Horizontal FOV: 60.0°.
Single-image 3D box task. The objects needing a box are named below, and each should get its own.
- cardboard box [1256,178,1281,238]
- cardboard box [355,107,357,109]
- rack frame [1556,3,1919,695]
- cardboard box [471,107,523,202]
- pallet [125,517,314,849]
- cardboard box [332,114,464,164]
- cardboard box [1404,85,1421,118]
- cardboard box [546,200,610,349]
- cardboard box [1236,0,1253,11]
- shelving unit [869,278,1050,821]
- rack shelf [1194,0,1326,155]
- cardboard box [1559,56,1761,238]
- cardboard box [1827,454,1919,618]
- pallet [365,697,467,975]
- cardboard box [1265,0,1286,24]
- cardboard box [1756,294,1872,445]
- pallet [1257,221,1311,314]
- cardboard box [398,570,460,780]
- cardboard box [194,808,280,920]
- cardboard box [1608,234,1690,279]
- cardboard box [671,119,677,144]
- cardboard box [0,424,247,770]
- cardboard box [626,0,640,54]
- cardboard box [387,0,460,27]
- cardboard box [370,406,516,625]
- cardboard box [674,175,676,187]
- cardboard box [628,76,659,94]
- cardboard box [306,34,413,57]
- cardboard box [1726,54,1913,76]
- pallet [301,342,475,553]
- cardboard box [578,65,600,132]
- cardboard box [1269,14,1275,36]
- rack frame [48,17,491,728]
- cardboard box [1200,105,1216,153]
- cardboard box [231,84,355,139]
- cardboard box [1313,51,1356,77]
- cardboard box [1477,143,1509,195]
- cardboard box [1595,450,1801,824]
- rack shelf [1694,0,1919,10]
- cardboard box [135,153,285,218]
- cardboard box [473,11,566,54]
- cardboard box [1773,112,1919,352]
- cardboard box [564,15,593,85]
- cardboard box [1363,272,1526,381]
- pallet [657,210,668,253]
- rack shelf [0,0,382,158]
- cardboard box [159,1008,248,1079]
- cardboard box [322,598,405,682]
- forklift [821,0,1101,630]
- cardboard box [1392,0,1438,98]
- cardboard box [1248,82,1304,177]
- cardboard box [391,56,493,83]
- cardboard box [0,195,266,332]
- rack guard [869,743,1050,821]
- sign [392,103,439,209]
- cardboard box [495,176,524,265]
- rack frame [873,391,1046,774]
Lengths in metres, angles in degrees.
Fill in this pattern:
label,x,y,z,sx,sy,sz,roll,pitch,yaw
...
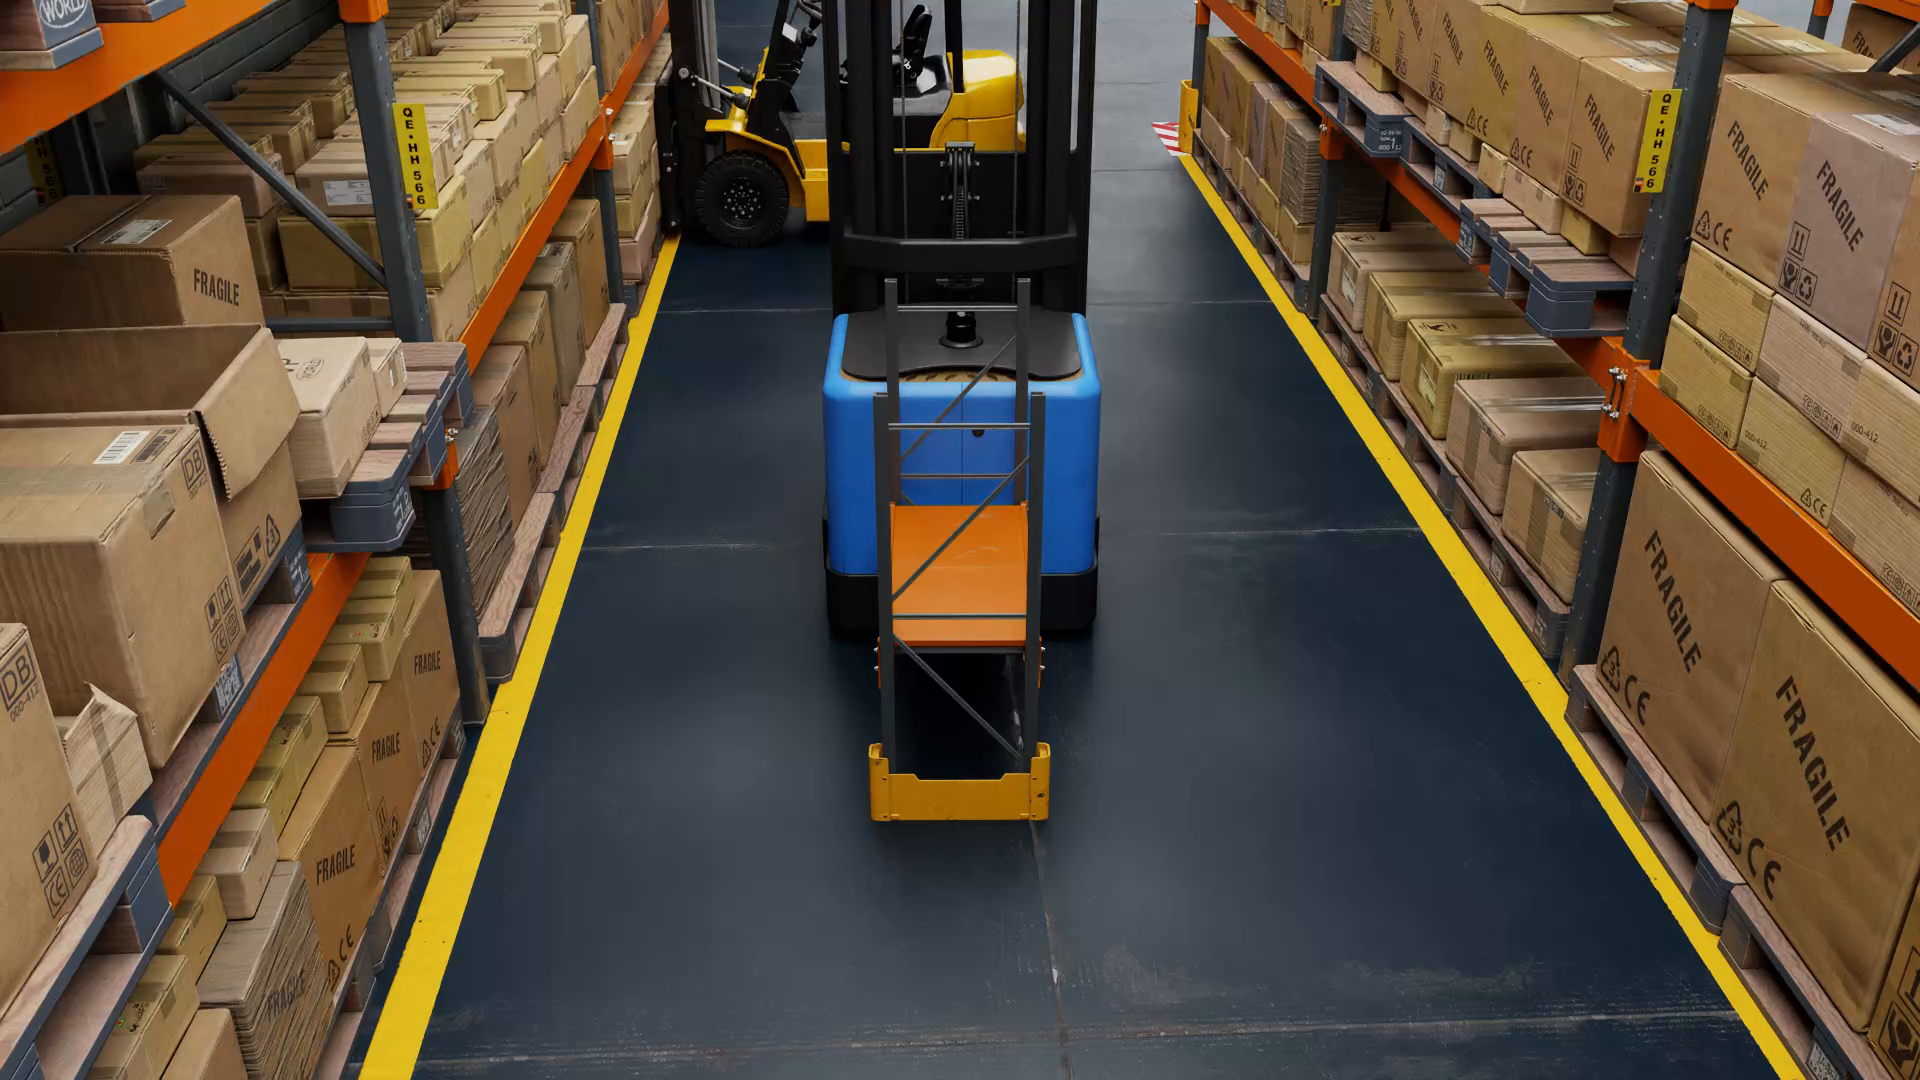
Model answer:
label,x,y,z,sx,sy,sz,roll,pitch,yaw
cardboard box,2.202,-2.124,10.598,0.500,0.250,0.500,-2,28,-4
cardboard box,-2.581,-1.732,6.949,0.500,0.250,0.500,-2,28,-4
rack frame,2.748,-0.798,5.536,1.000,3.000,0.127,-1,28,-3
cardboard box,-2.023,-1.516,6.534,0.500,0.250,0.500,-2,28,-4
pallet,-2.103,0.307,3.625,1.003,0.211,1.213,-1,28,-3
cardboard box,-1.986,-1.404,5.888,0.380,0.149,0.250,-1,28,-1
cardboard box,2.319,-2.093,7.836,0.380,0.149,0.250,-1,28,-2
cardboard box,-2.380,-1.416,8.835,0.875,0.625,0.625,0,28,0
cardboard box,2.115,-3.741,11.451,0.380,0.149,0.250,-1,28,-1
shelving unit,-0.005,0.010,5.609,0.587,1.500,1.083,0,28,0
rack shelf,2.434,-3.250,11.015,1.077,0.370,4.000,-1,28,-3
cardboard box,2.446,-1.363,5.736,0.500,0.500,0.500,-2,28,-4
cardboard box,2.588,-0.020,4.207,0.500,0.250,0.500,0,28,-1
pallet,-2.208,0.906,5.285,1.003,0.211,1.213,-1,28,-3
cardboard box,2.202,-3.497,10.282,0.500,0.500,0.500,-1,28,-1
cardboard box,2.553,-0.474,4.537,0.500,0.250,0.500,-1,28,-1
pallet,2.468,-1.718,10.315,1.003,0.211,1.213,-1,28,-3
cardboard box,-1.972,0.436,5.419,0.500,0.500,0.500,-1,28,-1
cardboard box,-1.889,0.793,4.033,0.380,0.149,0.250,-3,28,-5
cardboard box,2.495,-1.018,5.776,0.380,0.149,0.250,0,28,-1
cardboard box,-2.226,-2.872,11.492,0.500,0.250,0.500,-2,28,-4
cardboard box,-1.870,0.110,3.233,0.700,0.500,0.500,-2,28,-3
cardboard box,-2.252,-3.253,10.135,0.500,0.500,0.500,-2,28,-3
cardboard box,-2.652,-2.563,8.110,0.380,0.149,0.250,-2,28,-4
cardboard box,-2.228,-0.098,6.308,0.875,0.625,0.625,-1,28,-1
cardboard box,-2.204,-2.428,11.181,0.500,0.250,0.500,-1,28,-1
cardboard box,-2.204,-2.873,10.953,0.500,0.250,0.500,-2,28,-4
cardboard box,-2.600,-2.098,7.219,0.380,0.149,0.250,-2,28,-3
cardboard box,2.955,-1.374,5.756,0.500,0.500,0.500,-2,28,-4
pallet,-2.104,-0.280,4.750,1.213,0.211,1.003,-1,28,-3
cardboard box,-2.131,-2.230,8.445,0.500,0.250,0.500,-1,28,-1
cardboard box,2.178,-3.263,10.533,0.380,0.149,0.250,-2,28,-4
rack frame,-2.209,-0.676,5.303,1.000,3.000,0.127,-1,28,-3
cardboard box,2.096,-3.080,12.431,0.500,0.250,0.500,-2,28,-3
cardboard box,-2.525,-1.627,6.316,0.380,0.149,0.250,-2,28,-3
cardboard box,2.217,-2.675,9.406,0.380,0.149,0.250,-2,28,-3
cardboard box,2.318,-1.499,6.698,0.380,0.149,0.250,-1,28,-2
cardboard box,2.701,0.279,5.315,0.875,0.875,0.875,-2,28,-3
rack shelf,2.852,-0.885,3.238,1.077,0.370,4.000,-1,28,-3
cardboard box,-2.428,-1.153,5.408,0.380,0.149,0.250,-1,28,-1
cardboard box,-2.041,-2.352,7.706,0.380,0.149,0.250,-2,28,-4
cardboard box,2.565,-0.823,4.395,0.500,0.500,0.500,-1,28,-2
cardboard box,-2.137,-2.458,8.341,0.500,0.250,0.500,-2,28,-4
cardboard box,2.609,-1.092,8.487,0.950,0.372,0.625,0,28,1
pallet,-2.485,-2.220,11.278,1.003,0.211,1.213,-1,28,-3
rack shelf,-2.105,-0.764,3.005,1.077,0.370,4.000,-1,28,-3
cardboard box,-1.860,1.388,3.594,0.500,0.500,0.500,-2,28,-4
cardboard box,-1.885,0.306,4.968,0.380,0.149,0.250,-3,28,-5
forklift,-0.005,-1.589,7.126,1.130,2.935,3.031,0,28,0
cardboard box,2.316,-2.324,7.578,0.500,0.500,0.500,-2,28,-3
cardboard box,2.184,-2.682,10.856,0.500,0.500,0.500,0,28,0
cardboard box,-2.120,-1.876,6.794,0.380,0.149,0.250,-1,28,-3
cardboard box,-2.338,-0.665,4.719,0.500,0.500,0.500,0,28,0
rack guard,-0.002,0.794,5.457,0.587,0.250,0.087,0,28,0
sign,-1.668,-1.172,5.087,0.100,0.325,0.005,-1,28,-3
cardboard box,-2.044,-1.291,6.643,0.500,0.250,0.500,-2,28,-4
rack frame,-0.002,0.241,5.167,0.500,1.500,0.032,0,28,0
